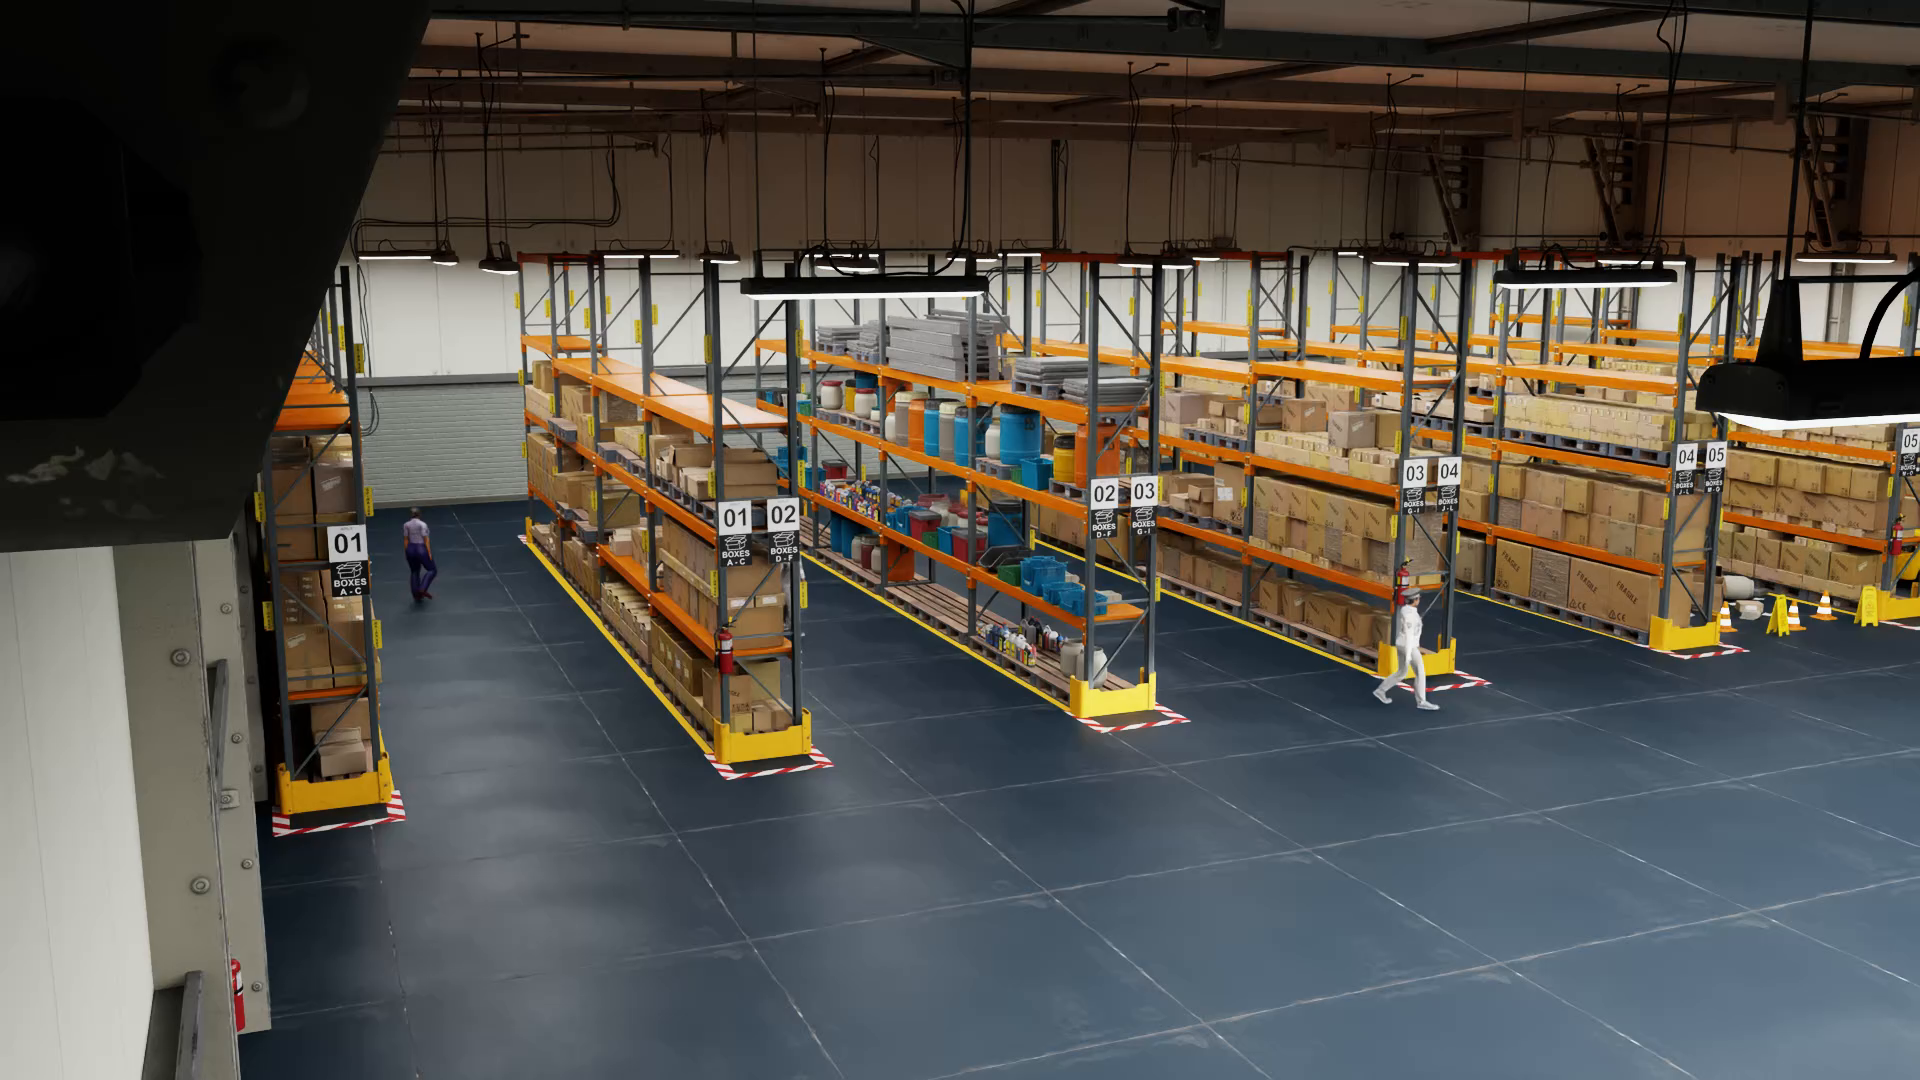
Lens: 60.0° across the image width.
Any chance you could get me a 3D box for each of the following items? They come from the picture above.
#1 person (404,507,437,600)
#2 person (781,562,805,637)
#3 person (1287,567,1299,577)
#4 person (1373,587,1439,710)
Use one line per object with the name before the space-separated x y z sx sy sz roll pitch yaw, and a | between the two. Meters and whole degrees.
person | -9.512 0.244 29.161 0.532 1.645 0.466 3 11 16
person | -2.675 0.749 26.563 0.969 1.529 0.454 10 14 43
person | 6.249 -0.158 31.021 0.601 1.838 0.550 -4 11 -21
person | 6.062 1.451 22.518 0.848 1.647 0.522 1 10 5
